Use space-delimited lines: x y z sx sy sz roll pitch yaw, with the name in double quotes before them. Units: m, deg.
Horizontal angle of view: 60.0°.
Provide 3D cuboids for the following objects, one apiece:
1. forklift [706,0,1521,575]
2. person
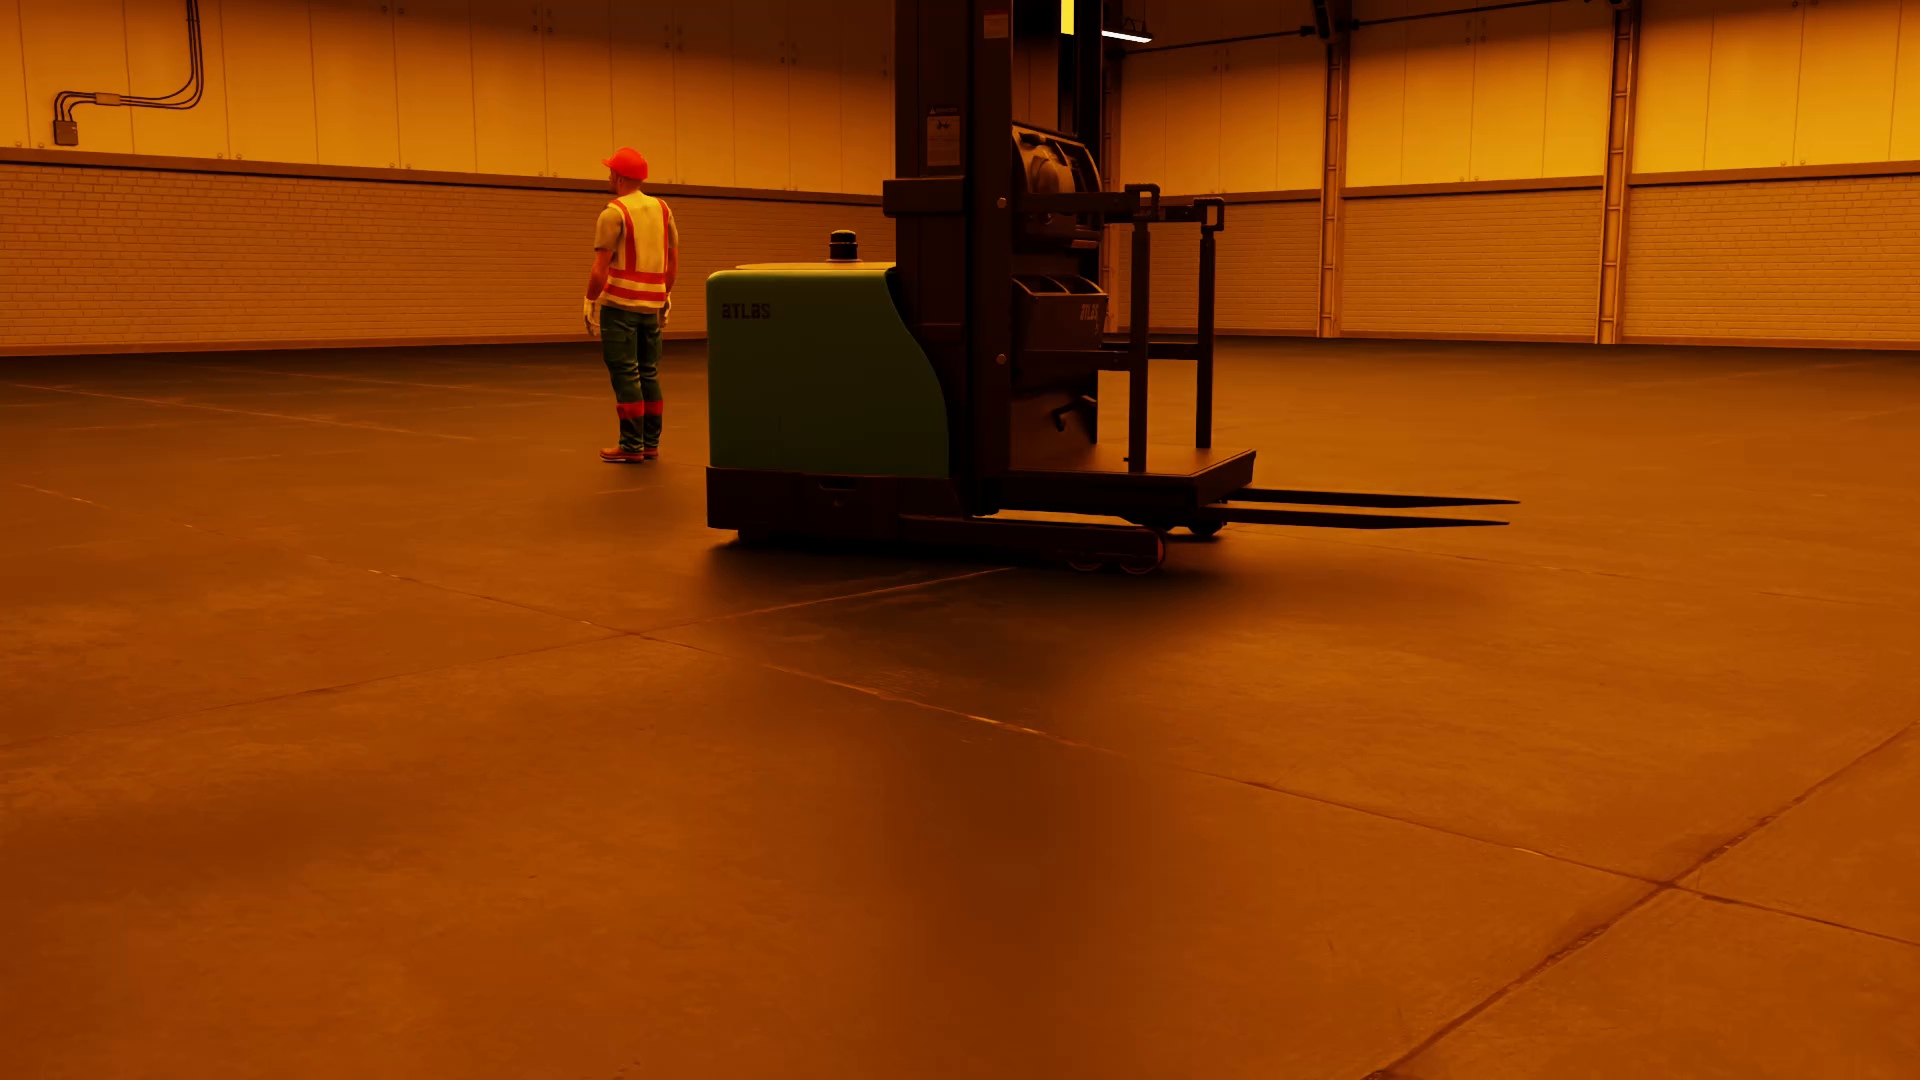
"forklift" 0.565 -1.416 6.275 3.031 2.935 1.130 3 9 22
"person" -1.960 -1.355 9.661 0.563 1.788 0.638 7 11 37
